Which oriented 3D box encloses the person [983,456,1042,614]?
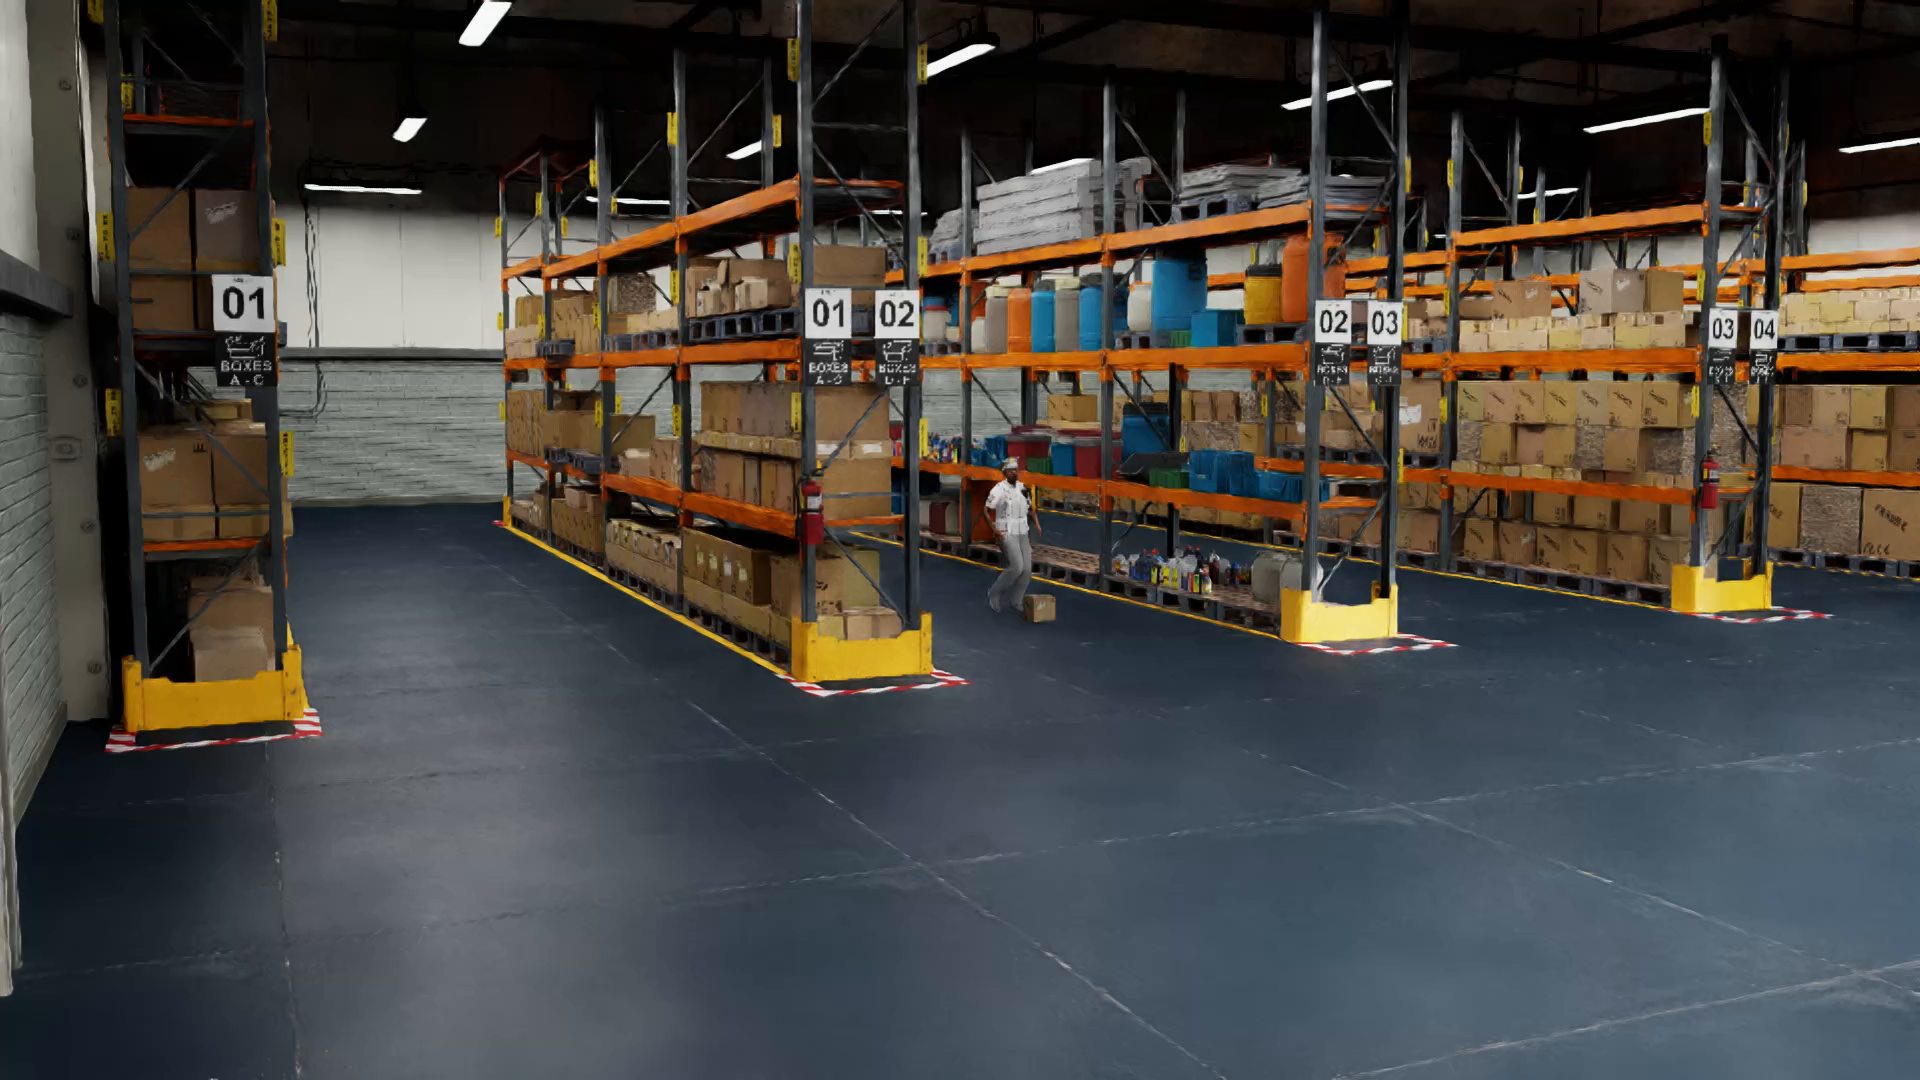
[{"bbox_3d":[0.590,-0.049,17.547,0.596,1.670,0.469,-5,8,-43],"label":"person"}]
